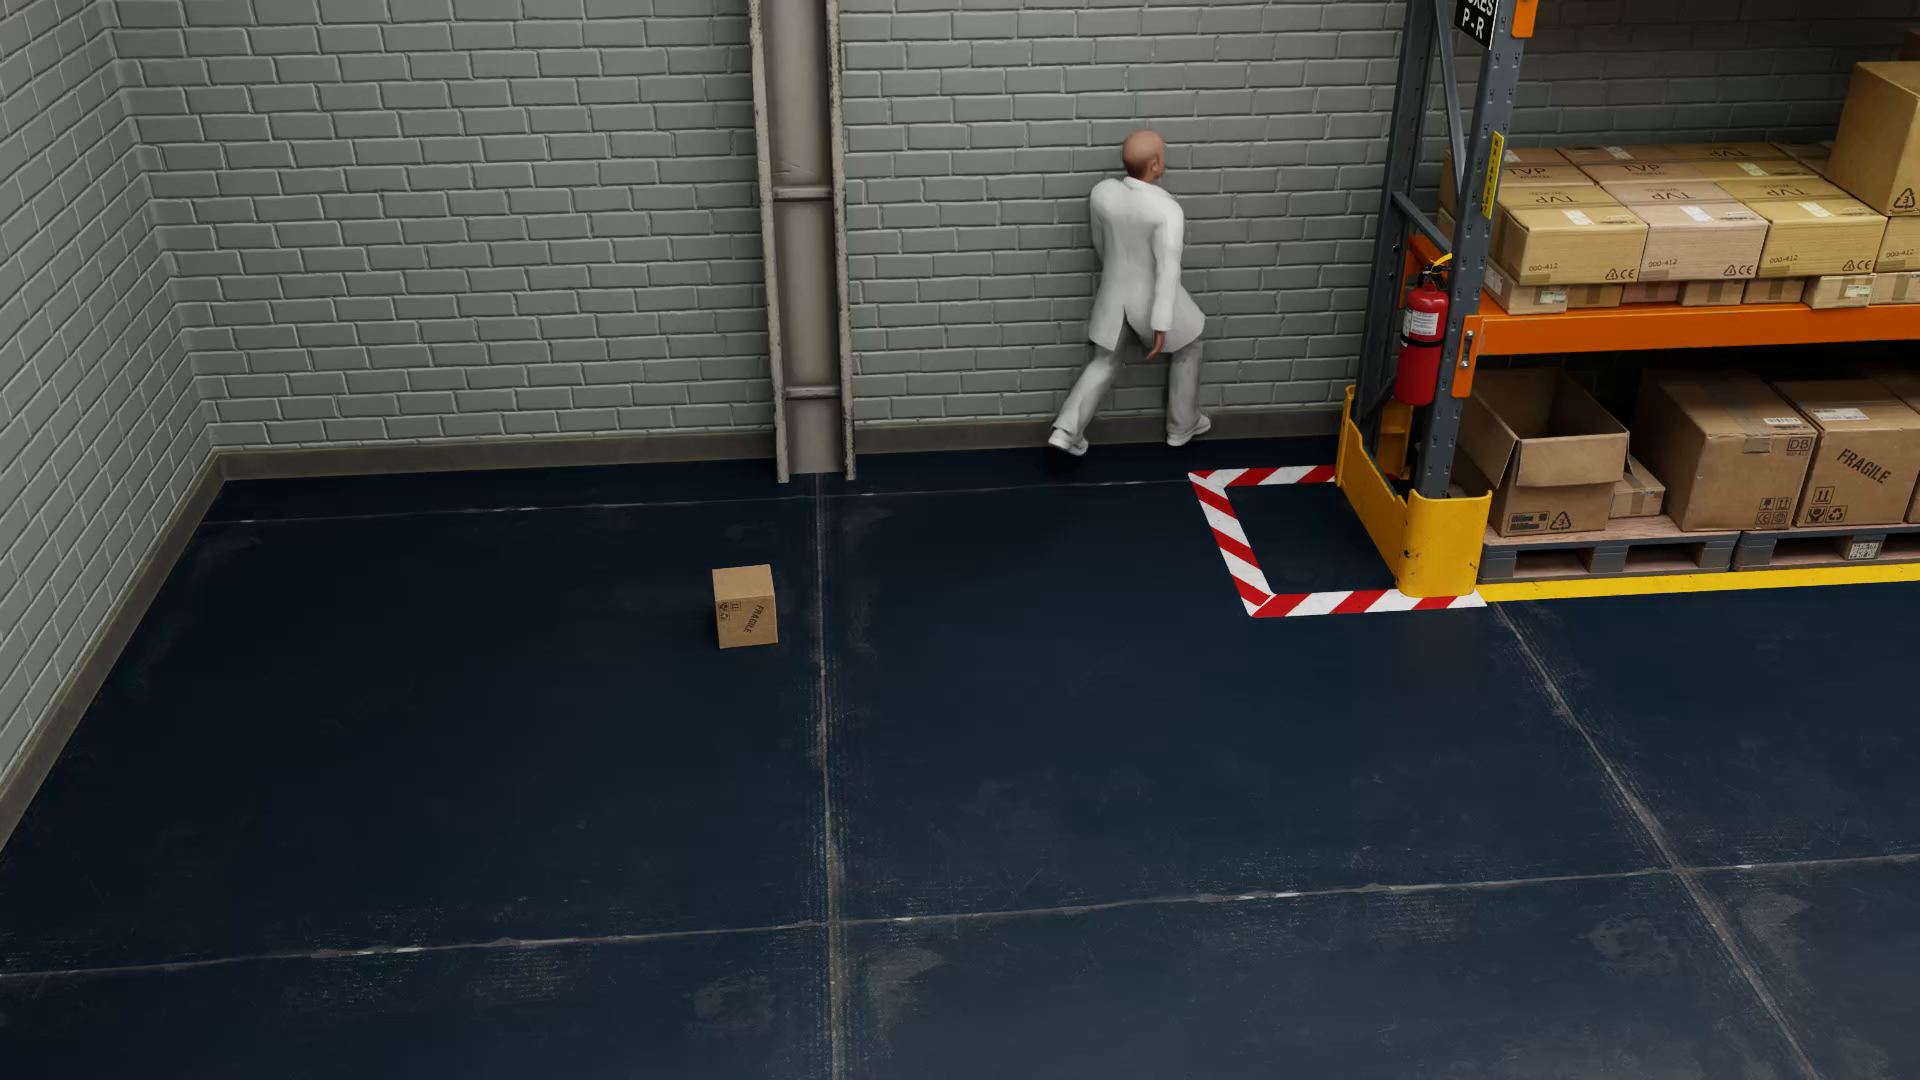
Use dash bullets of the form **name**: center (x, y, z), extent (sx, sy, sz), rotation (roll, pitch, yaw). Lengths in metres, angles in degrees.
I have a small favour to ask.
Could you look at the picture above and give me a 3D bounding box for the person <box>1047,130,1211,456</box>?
- **person**: center (0.893, -1.198, 8.145), extent (0.572, 1.704, 1.037), rotation (21, 36, 31)
